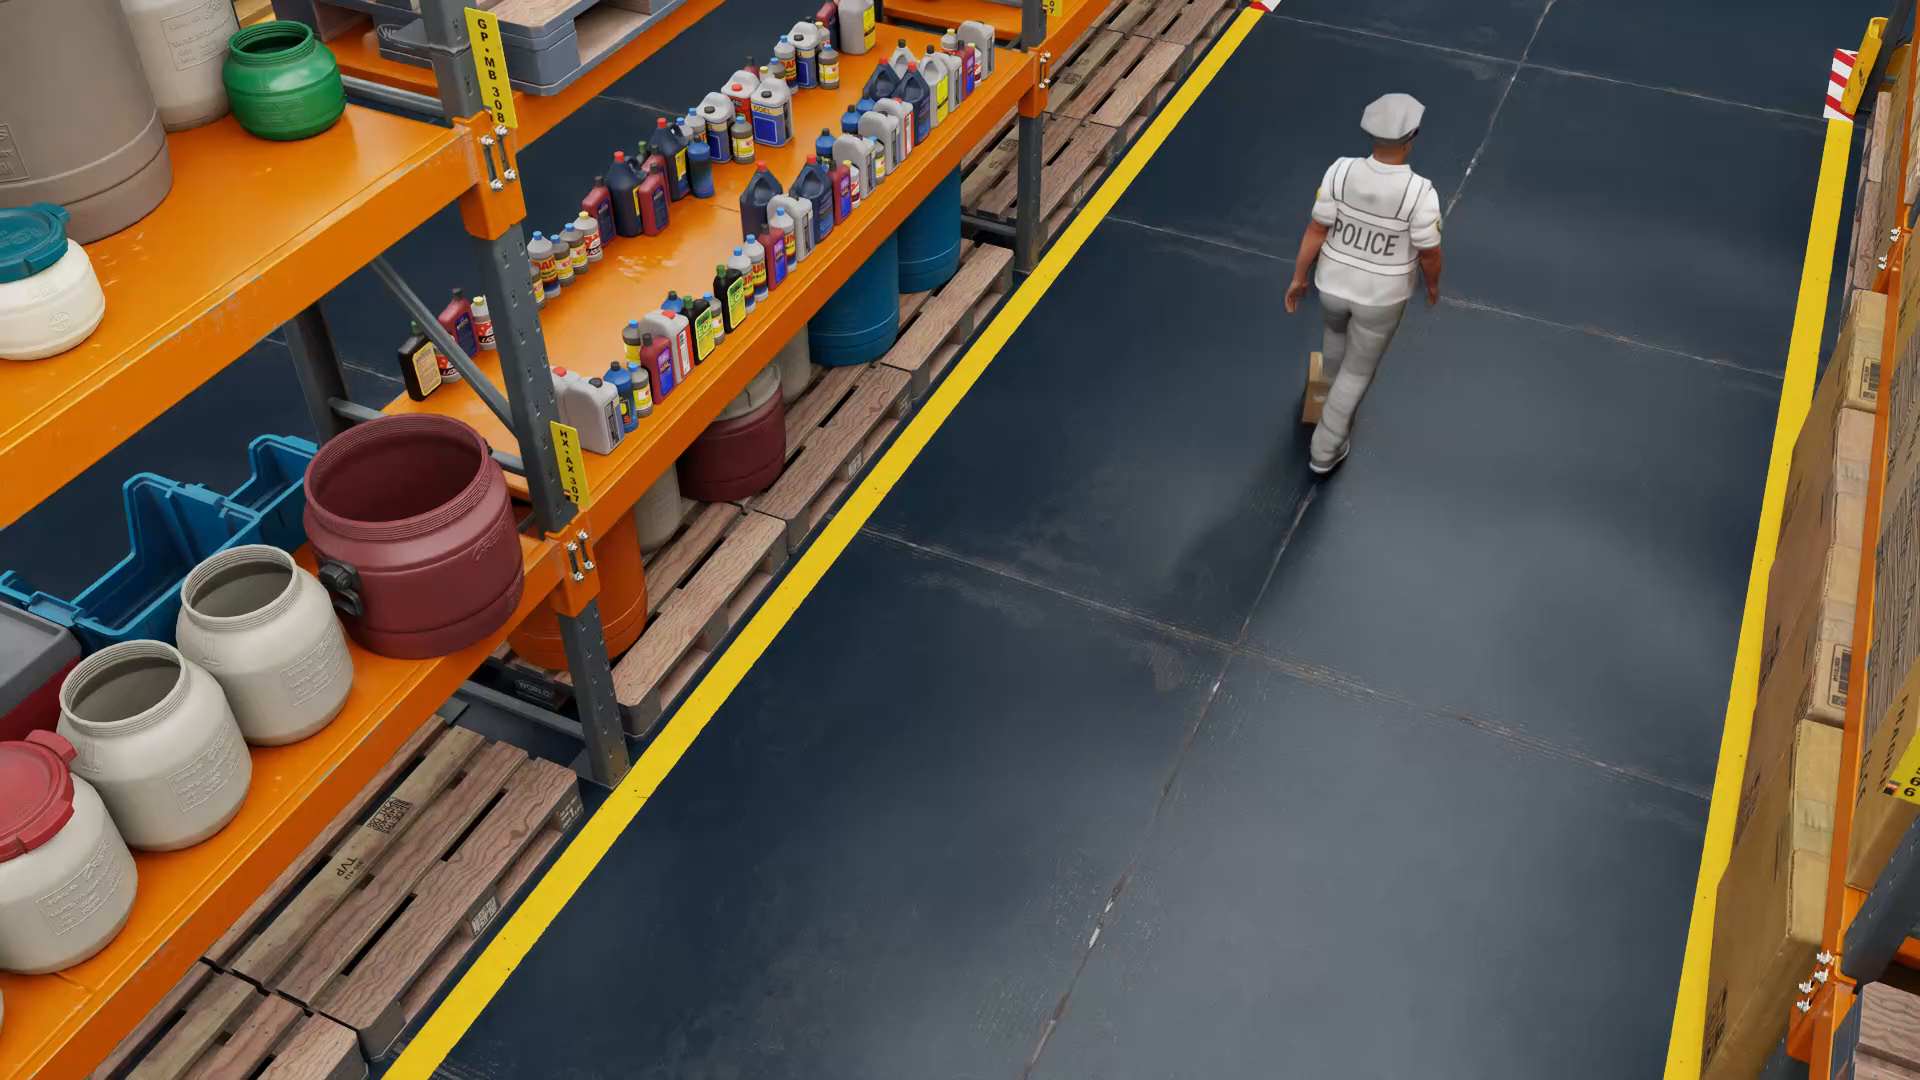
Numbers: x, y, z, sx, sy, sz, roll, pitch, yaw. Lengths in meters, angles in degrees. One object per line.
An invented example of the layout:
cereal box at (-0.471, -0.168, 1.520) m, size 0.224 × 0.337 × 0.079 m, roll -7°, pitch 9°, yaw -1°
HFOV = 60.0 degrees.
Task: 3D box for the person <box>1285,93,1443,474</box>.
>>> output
person at (1.833, -1.158, 7.447) m, size 0.595 × 1.802 × 0.791 m, roll 26°, pitch 48°, yaw 26°
